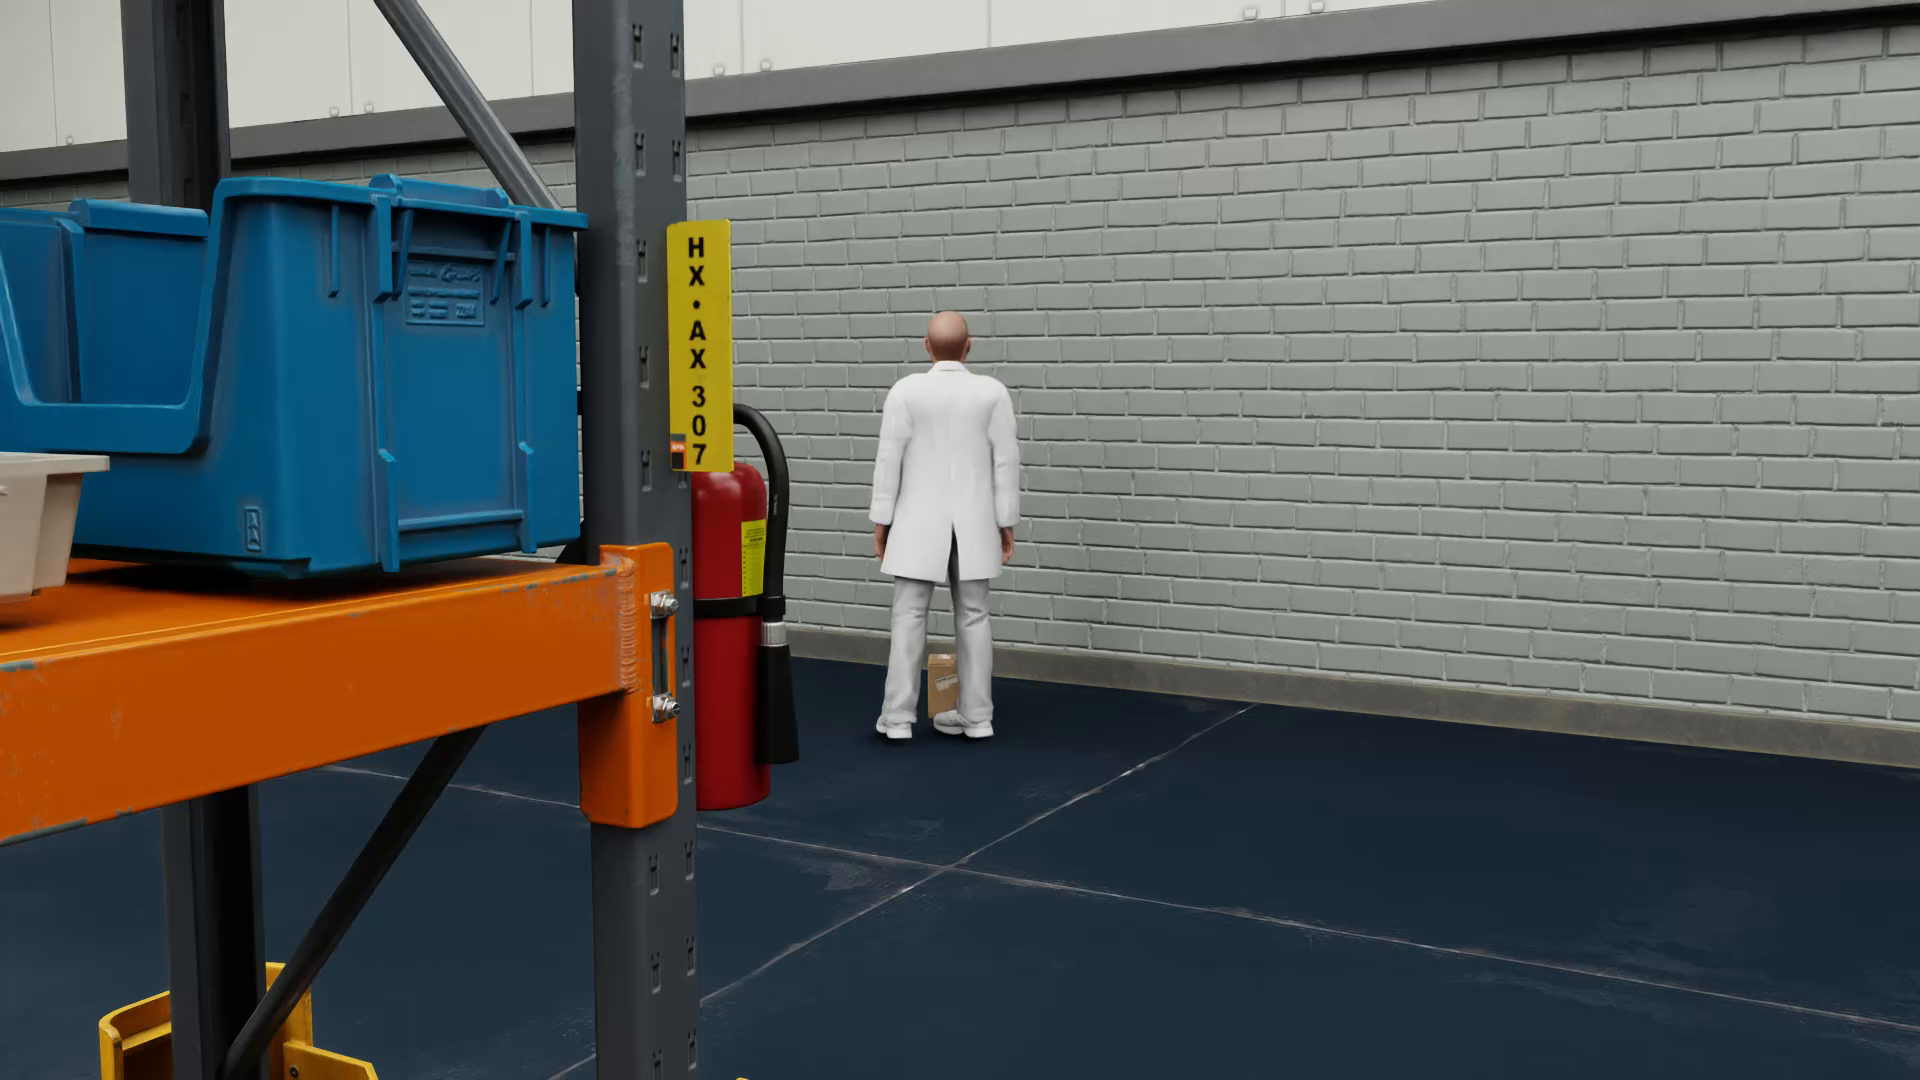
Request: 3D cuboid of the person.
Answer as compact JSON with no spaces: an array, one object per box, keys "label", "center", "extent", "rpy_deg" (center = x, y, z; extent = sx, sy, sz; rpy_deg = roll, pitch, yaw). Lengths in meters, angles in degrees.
[{"label":"person","center":[-0.069,-0.059,7.001],"extent":[0.628,1.792,0.396],"rpy_deg":[-1,6,-9]}]
